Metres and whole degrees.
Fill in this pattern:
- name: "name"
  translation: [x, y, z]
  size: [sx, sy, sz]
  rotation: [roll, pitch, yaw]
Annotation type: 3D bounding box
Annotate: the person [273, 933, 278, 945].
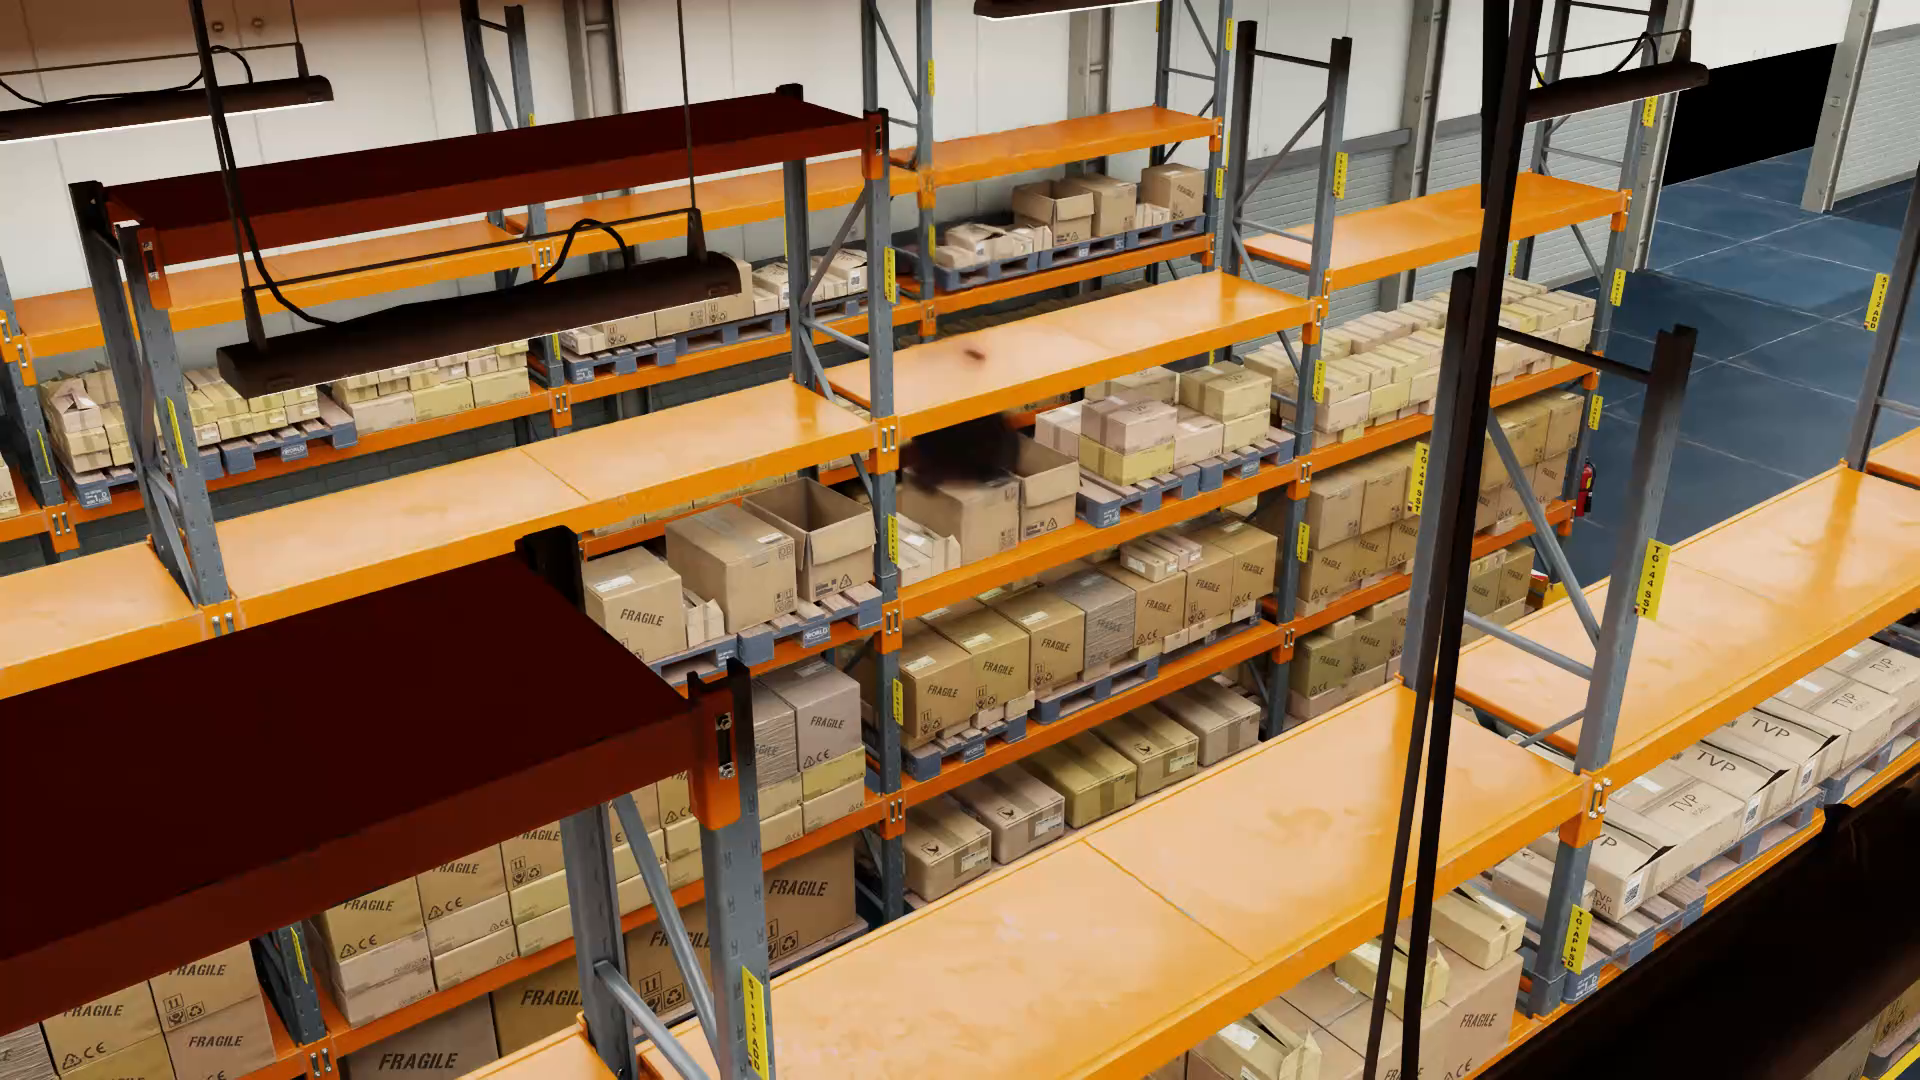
- name: "person"
  translation: [-4.909, 2.389, 11.490]
  size: [0.541, 1.558, 0.541]
  rotation: [21, 33, 36]
